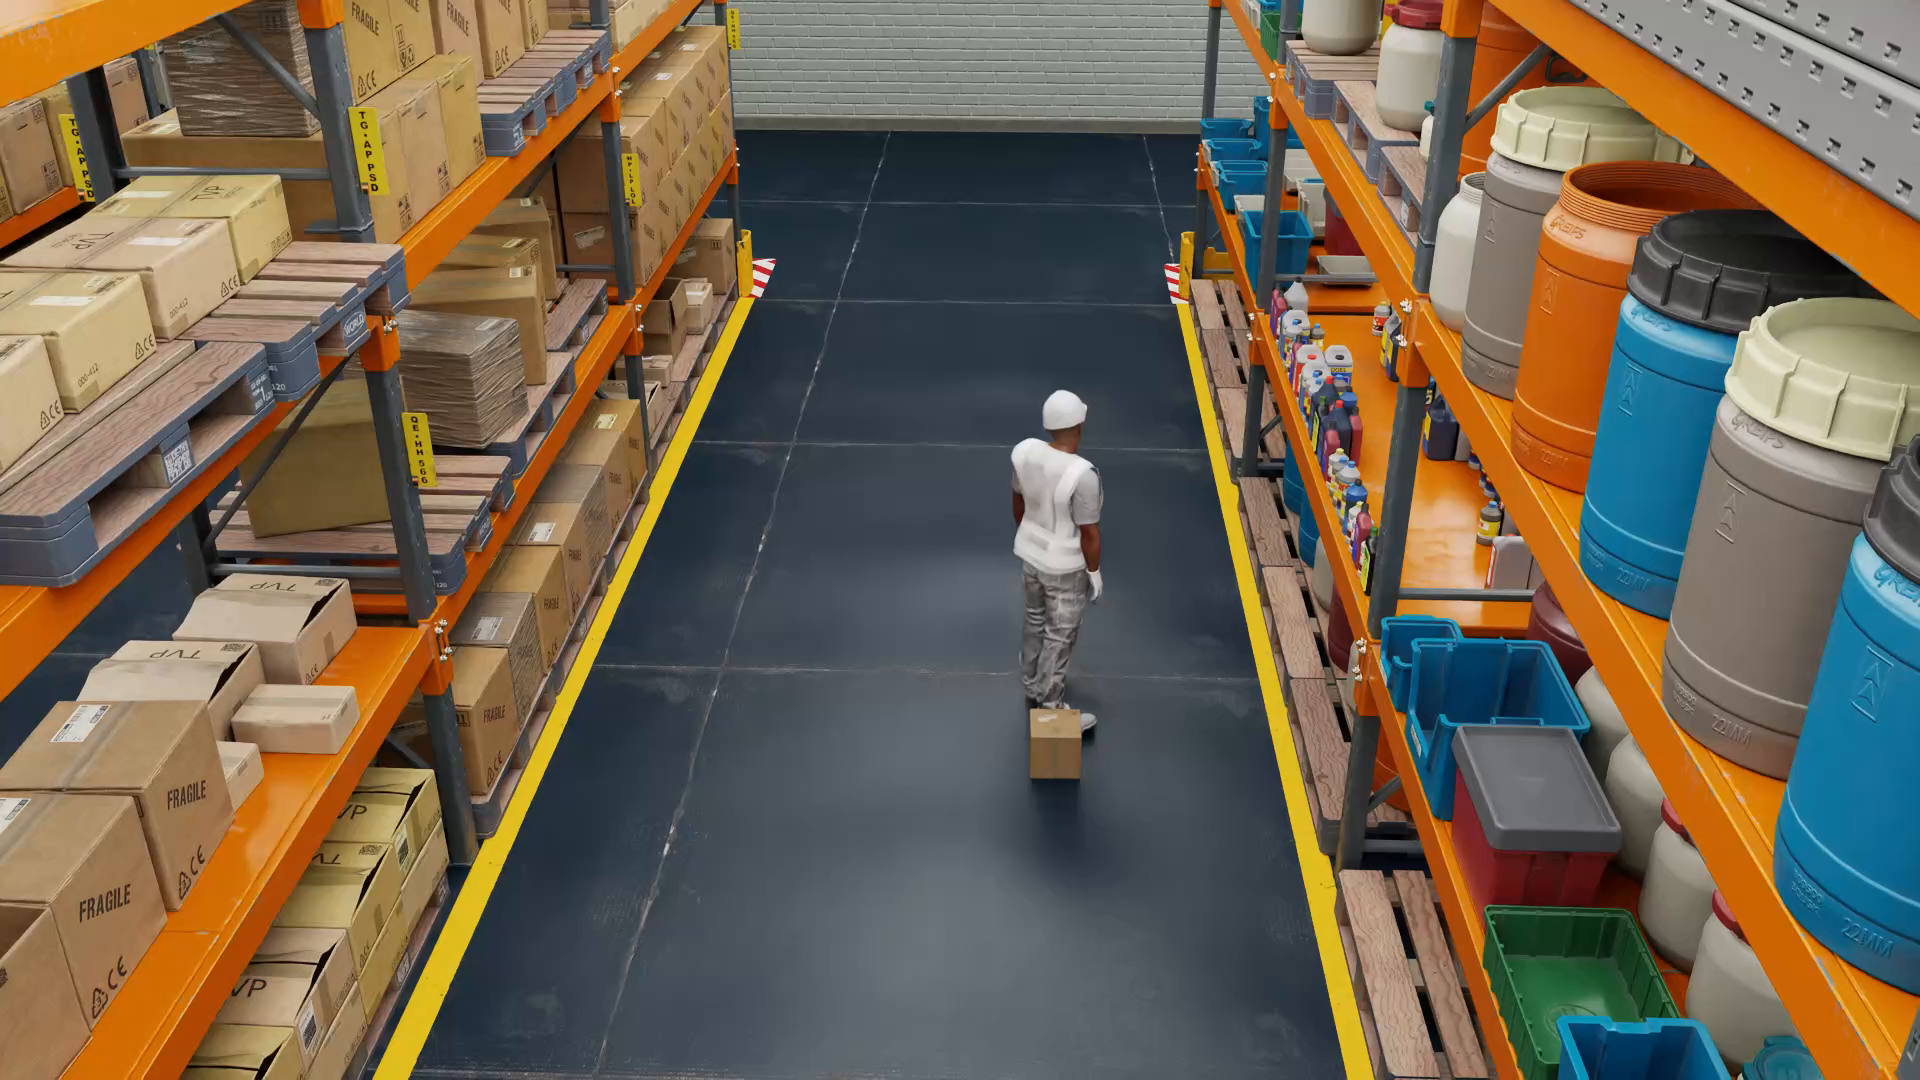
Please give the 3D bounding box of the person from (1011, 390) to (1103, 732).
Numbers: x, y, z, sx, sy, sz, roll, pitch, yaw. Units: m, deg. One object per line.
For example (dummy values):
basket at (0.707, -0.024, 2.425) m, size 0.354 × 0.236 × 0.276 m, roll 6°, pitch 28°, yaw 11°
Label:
person at (0.496, 0.079, 8.384) m, size 0.446 × 1.784 × 0.615 m, roll -19°, pitch 33°, yaw -32°
